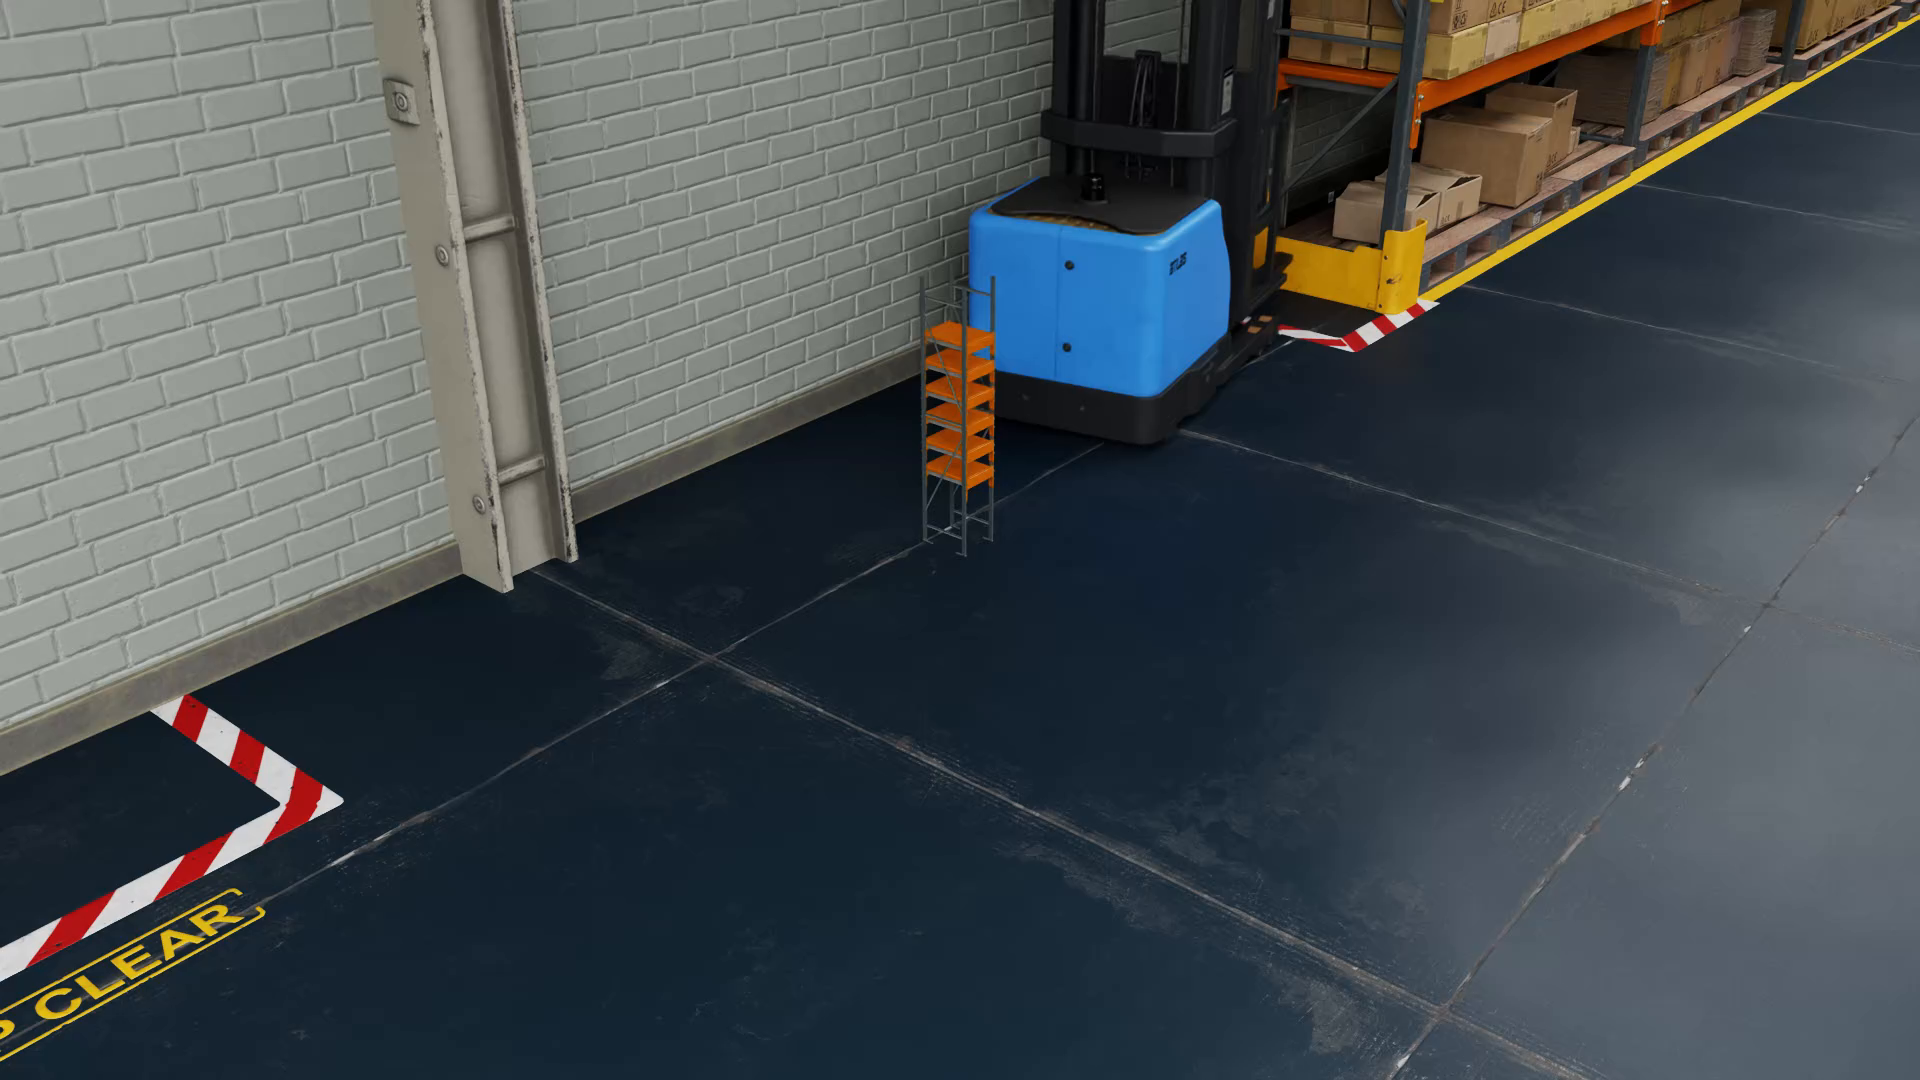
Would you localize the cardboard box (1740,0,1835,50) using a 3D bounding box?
[{"bbox_3d":[7.828,-5.146,15.815,0.750,0.750,0.750,20,34,34],"label":"cardboard box"}]

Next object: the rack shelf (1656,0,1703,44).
[{"bbox_3d":[5.987,-4.663,13.782,1.077,0.370,4.000,21,34,34],"label":"rack shelf"}]

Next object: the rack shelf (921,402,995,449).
[{"bbox_3d":[-0.009,-0.488,6.985,0.258,0.103,0.180,21,34,34],"label":"rack shelf"}]

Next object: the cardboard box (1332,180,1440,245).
[{"bbox_3d":[2.680,-2.075,10.445,0.500,0.311,0.500,17,32,29],"label":"cardboard box"}]

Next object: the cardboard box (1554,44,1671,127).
[{"bbox_3d":[5.170,-3.624,13.233,0.700,0.500,0.500,22,35,36],"label":"cardboard box"}]

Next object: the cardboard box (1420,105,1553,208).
[{"bbox_3d":[3.548,-2.607,11.266,0.700,0.500,0.500,18,33,31],"label":"cardboard box"}]

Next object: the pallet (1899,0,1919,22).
[{"bbox_3d":[10.348,-6.118,18.846,1.003,0.211,1.213,21,34,34],"label":"pallet"}]

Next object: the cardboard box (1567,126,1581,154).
[{"bbox_3d":[4.398,-3.012,12.412,0.380,0.166,0.250,16,31,28],"label":"cardboard box"}]

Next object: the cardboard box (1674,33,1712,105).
[{"bbox_3d":[5.816,-3.991,13.942,0.700,0.500,0.500,21,34,35],"label":"cardboard box"}]

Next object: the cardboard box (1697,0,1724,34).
[{"bbox_3d":[6.107,-4.472,14.055,0.500,0.250,0.500,21,34,34],"label":"cardboard box"}]

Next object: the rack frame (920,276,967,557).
[{"bbox_3d":[-0.067,-0.495,6.902,0.240,1.200,0.006,21,34,34],"label":"rack frame"}]

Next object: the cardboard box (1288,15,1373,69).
[{"bbox_3d":[2.318,-3.020,9.964,0.500,0.250,0.500,21,34,35],"label":"cardboard box"}]

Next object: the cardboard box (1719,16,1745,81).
[{"bbox_3d":[6.424,-4.358,14.650,0.700,0.500,0.500,21,34,34],"label":"cardboard box"}]

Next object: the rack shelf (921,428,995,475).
[{"bbox_3d":[-0.009,-0.382,7.040,0.258,0.103,0.180,21,34,34],"label":"rack shelf"}]

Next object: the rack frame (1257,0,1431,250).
[{"bbox_3d":[2.171,-2.855,9.505,1.000,3.000,0.127,21,34,34],"label":"rack frame"}]

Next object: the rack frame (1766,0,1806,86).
[{"bbox_3d":[7.259,-5.692,14.987,1.000,3.000,0.127,21,34,34],"label":"rack frame"}]

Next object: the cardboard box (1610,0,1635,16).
[{"bbox_3d":[4.324,-3.785,11.443,0.500,0.250,0.500,21,34,35],"label":"cardboard box"}]

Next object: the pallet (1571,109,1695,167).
[{"bbox_3d":[5.209,-3.311,13.421,1.003,0.211,1.213,21,34,34],"label":"pallet"}]

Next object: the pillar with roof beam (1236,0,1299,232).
[{"bbox_3d":[5.270,-4.763,6.662,9.100,9.000,0.400,21,34,34],"label":"pillar with roof beam"}]

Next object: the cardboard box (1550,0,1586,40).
[{"bbox_3d":[3.697,-3.423,10.744,0.500,0.250,0.500,21,34,35],"label":"cardboard box"}]

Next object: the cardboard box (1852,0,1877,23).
[{"bbox_3d":[8.927,-5.757,16.996,0.750,0.750,0.750,22,35,36],"label":"cardboard box"}]

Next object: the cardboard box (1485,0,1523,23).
[{"bbox_3d":[3.028,-3.384,9.853,0.500,0.500,0.500,21,34,35],"label":"cardboard box"}]

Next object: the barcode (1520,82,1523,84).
[{"bbox_3d":[4.186,-3.379,12.411,0.001,0.075,0.075,21,34,34],"label":"barcode"}]

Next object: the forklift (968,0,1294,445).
[{"bbox_3d":[1.149,-2.406,8.711,1.130,2.935,3.031,13,30,24],"label":"forklift"}]

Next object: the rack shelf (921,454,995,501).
[{"bbox_3d":[-0.009,-0.275,7.095,0.258,0.103,0.180,21,34,34],"label":"rack shelf"}]

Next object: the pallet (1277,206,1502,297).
[{"bbox_3d":[2.763,-1.921,10.734,1.003,0.211,1.213,21,34,34],"label":"pallet"}]

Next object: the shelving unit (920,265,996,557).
[{"bbox_3d":[-0.009,-0.528,6.964,0.258,1.200,0.189,21,34,34],"label":"shelving unit"}]

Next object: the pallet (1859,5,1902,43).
[{"bbox_3d":[9.371,-5.576,17.798,1.003,0.211,1.213,21,34,34],"label":"pallet"}]

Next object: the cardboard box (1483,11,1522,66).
[{"bbox_3d":[3.045,-3.066,10.053,0.500,0.250,0.500,20,33,33],"label":"cardboard box"}]

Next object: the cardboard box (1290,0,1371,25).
[{"bbox_3d":[2.306,-3.360,9.805,0.500,0.500,0.500,20,34,34],"label":"cardboard box"}]

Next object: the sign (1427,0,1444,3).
[{"bbox_3d":[2.589,-3.081,8.999,0.100,0.325,0.005,21,34,34],"label":"sign"}]

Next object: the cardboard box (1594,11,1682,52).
[{"bbox_3d":[5.448,-4.115,13.365,0.500,0.250,0.500,20,33,33],"label":"cardboard box"}]

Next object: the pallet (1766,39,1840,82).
[{"bbox_3d":[7.819,-4.711,16.126,1.003,0.211,1.213,21,34,34],"label":"pallet"}]
